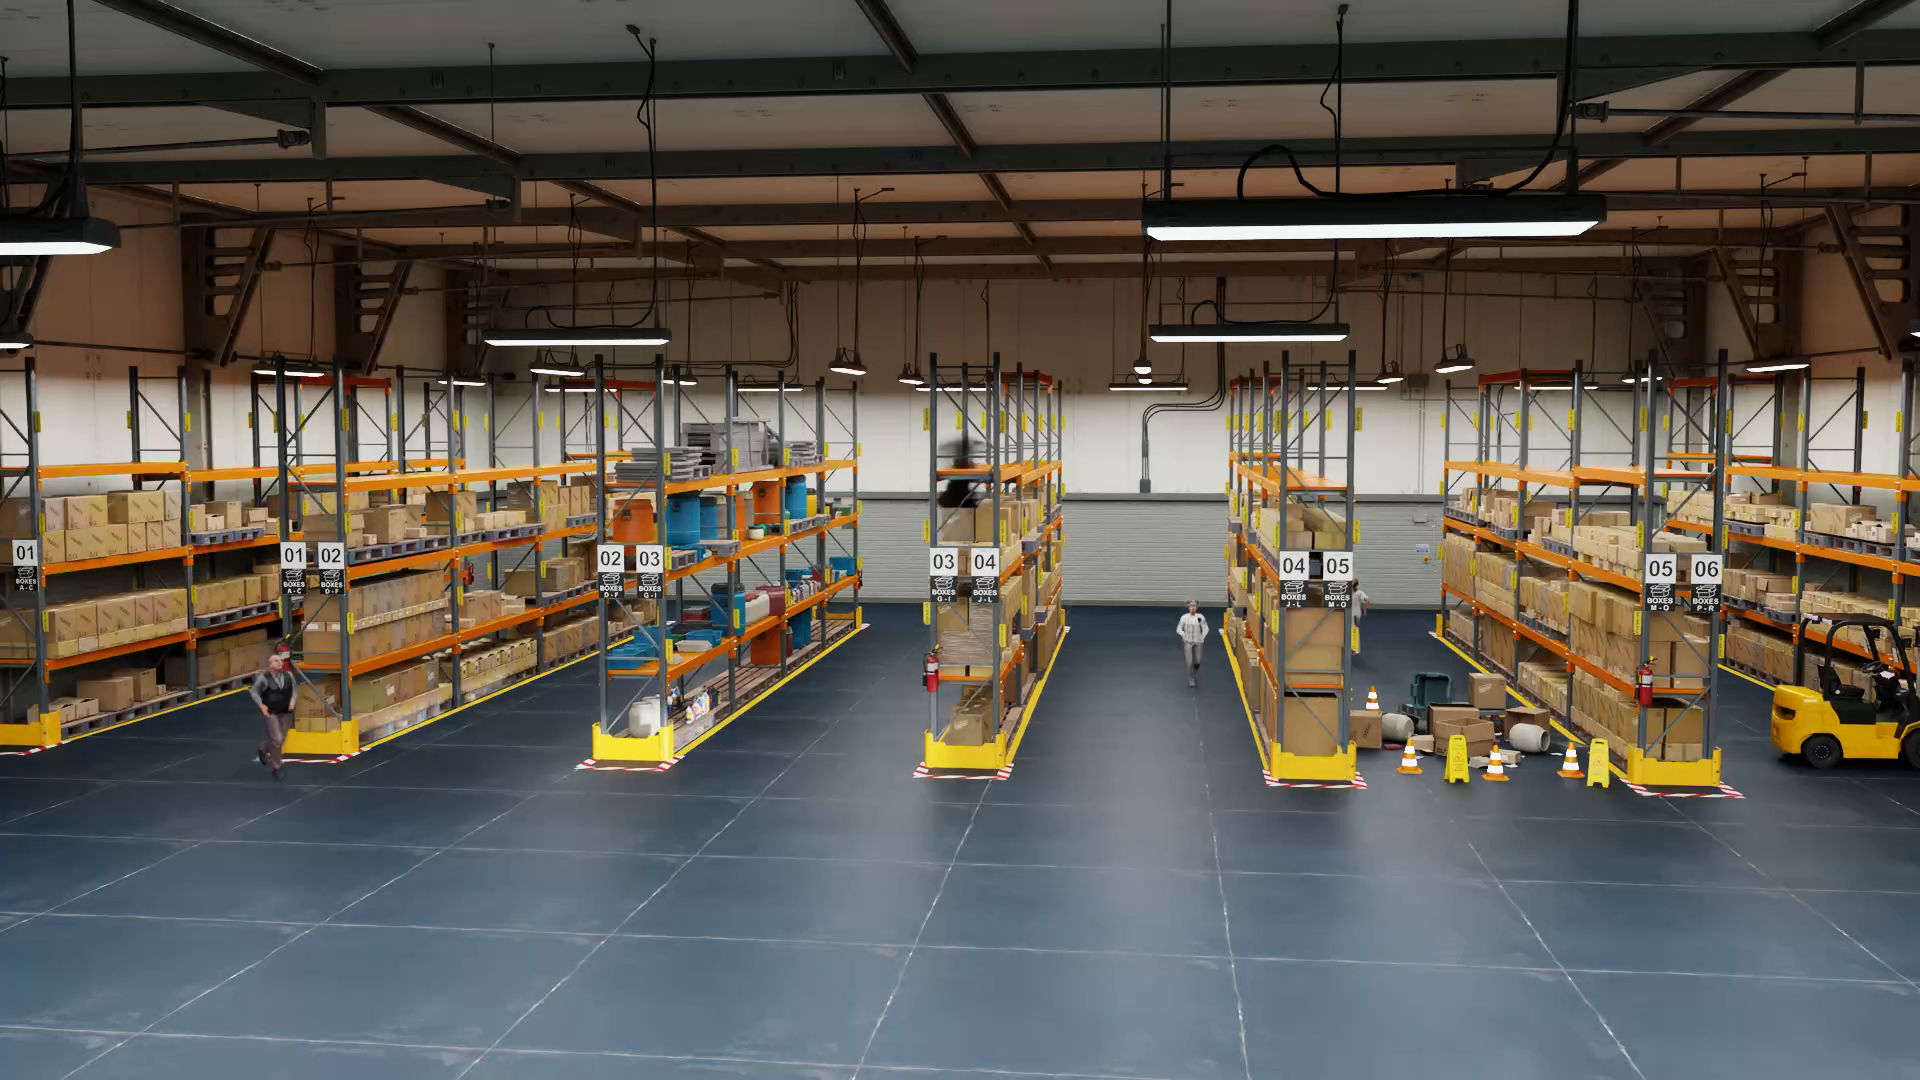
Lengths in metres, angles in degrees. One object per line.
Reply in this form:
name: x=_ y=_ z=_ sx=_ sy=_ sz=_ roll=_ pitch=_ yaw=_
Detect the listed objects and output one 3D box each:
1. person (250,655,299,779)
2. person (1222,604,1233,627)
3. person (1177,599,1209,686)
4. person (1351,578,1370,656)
person: x=-9.760 y=2.480 z=23.676 sx=0.790 sy=1.730 sz=0.671 roll=3 pitch=5 yaw=41
person: x=6.942 y=1.313 z=40.424 sx=1.030 sy=1.681 sz=0.737 roll=0 pitch=4 yaw=-1
person: x=4.426 y=1.942 z=31.592 sx=0.611 sy=1.649 sz=0.548 roll=0 pitch=4 yaw=4
person: x=8.376 y=1.664 z=35.348 sx=0.537 sy=1.726 sz=0.771 roll=-1 pitch=4 yaw=-7
